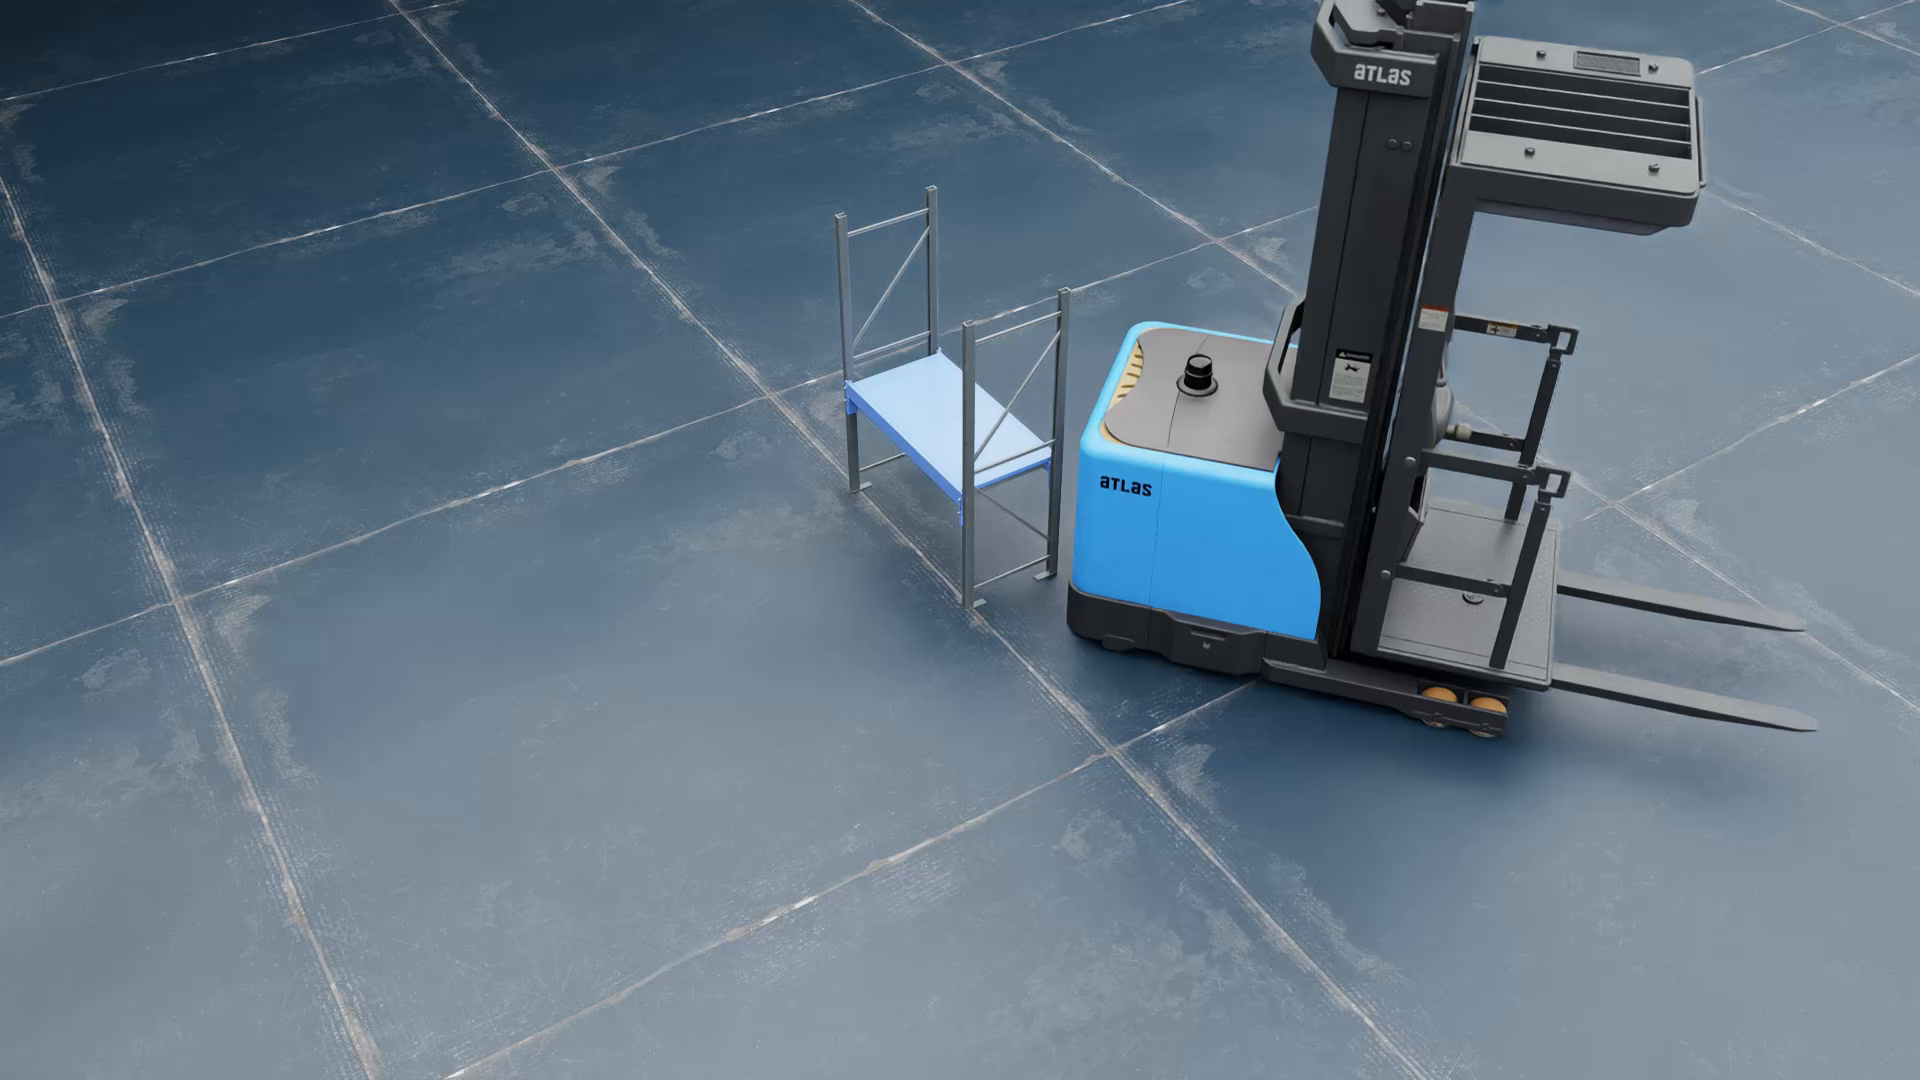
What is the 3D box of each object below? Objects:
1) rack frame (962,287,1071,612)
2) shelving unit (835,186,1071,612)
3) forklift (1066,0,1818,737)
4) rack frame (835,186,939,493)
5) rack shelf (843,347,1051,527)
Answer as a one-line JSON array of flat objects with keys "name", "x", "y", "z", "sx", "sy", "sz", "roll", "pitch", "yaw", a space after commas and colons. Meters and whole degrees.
[{"name": "rack frame", "x": 0.227, "y": -0.348, "z": 7.056, "sx": 0.500, "sy": 1.500, "sz": 0.032, "roll": -22, "pitch": 45, "yaw": -24}, {"name": "shelving unit", "x": -0.046, "y": -0.622, "z": 7.386, "sx": 0.538, "sy": 1.500, "sz": 1.048, "roll": -22, "pitch": 45, "yaw": -24}, {"name": "forklift", "x": 2.041, "y": -0.699, "z": 6.360, "sx": 3.031, "sy": 2.935, "sz": 1.130, "roll": 11, "pitch": 41, "yaw": 13}, {"name": "rack frame", "x": -0.319, "y": -0.897, "z": 7.715, "sx": 0.500, "sy": 1.500, "sz": 0.032, "roll": -22, "pitch": 45, "yaw": -24}, {"name": "rack shelf", "x": -0.046, "y": -0.484, "z": 7.501, "sx": 0.538, "sy": 0.185, "sz": 1.000, "roll": -22, "pitch": 45, "yaw": -24}]
